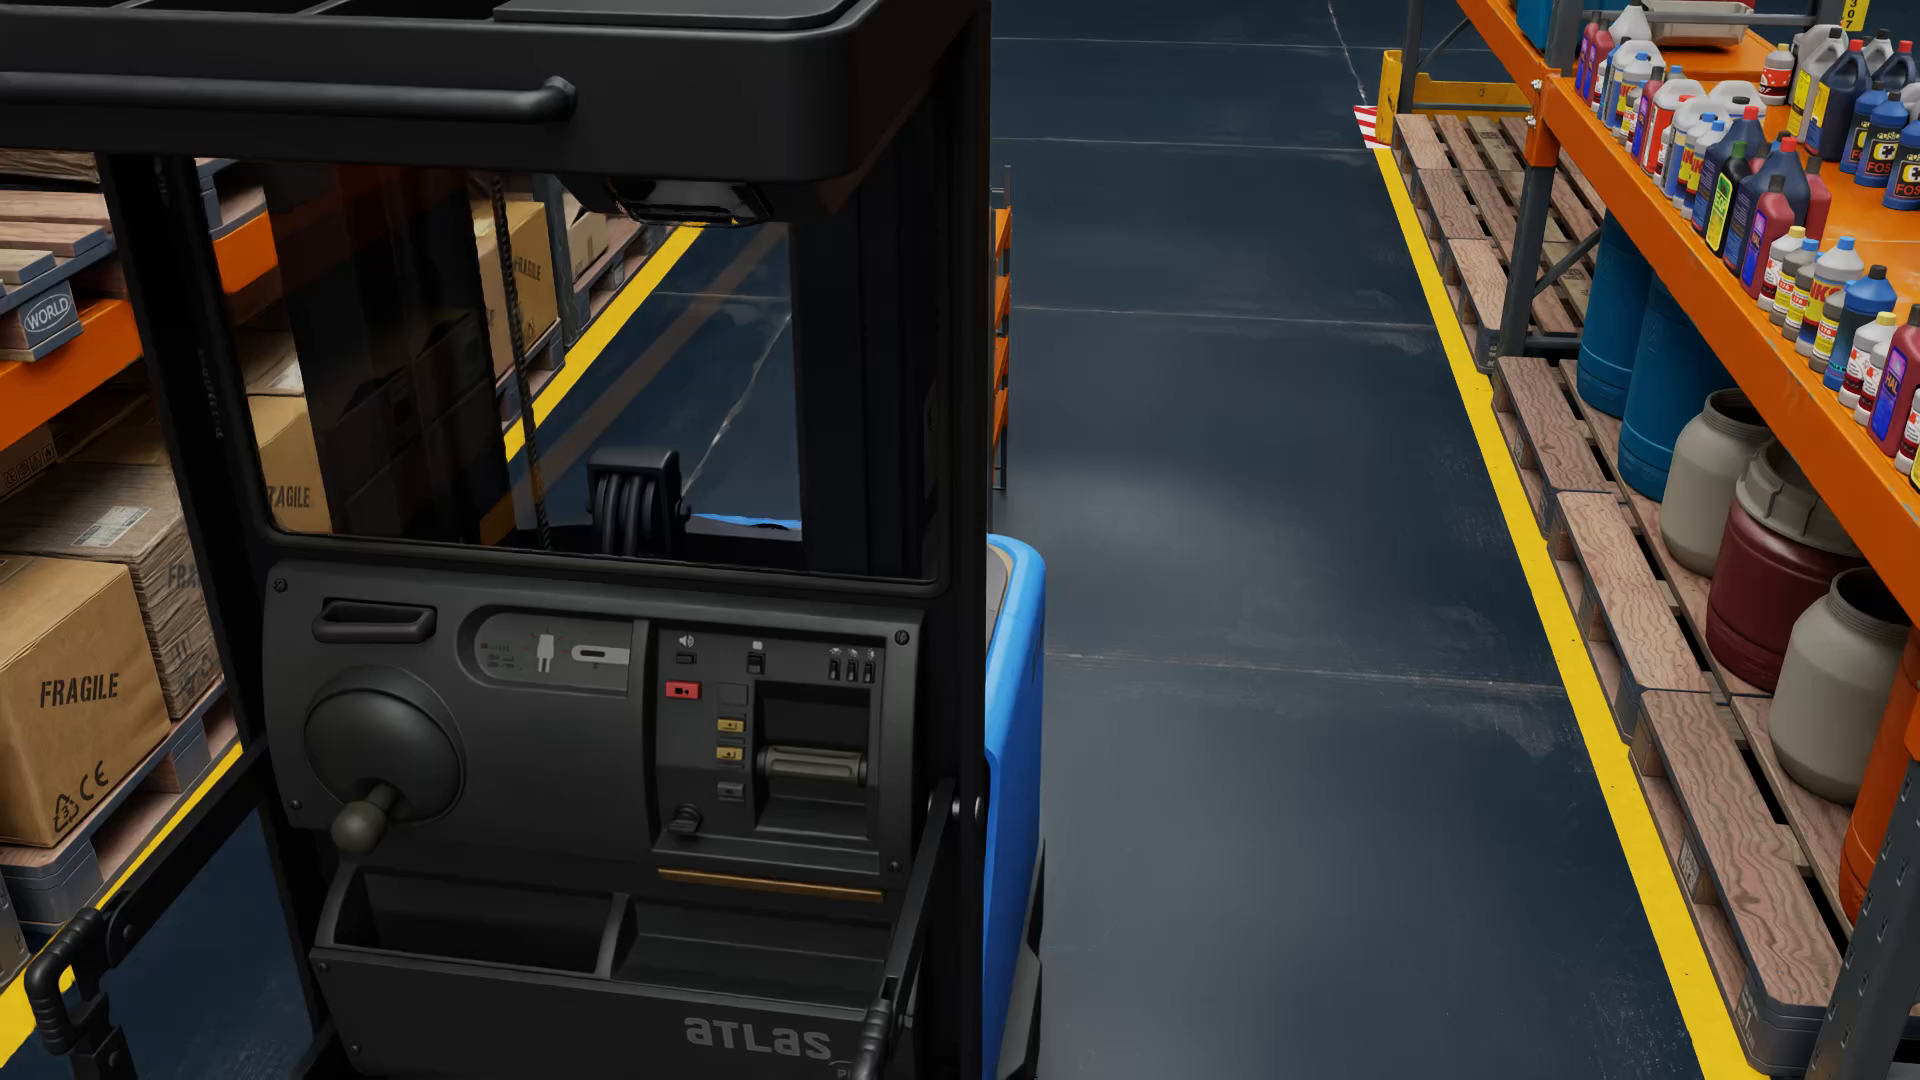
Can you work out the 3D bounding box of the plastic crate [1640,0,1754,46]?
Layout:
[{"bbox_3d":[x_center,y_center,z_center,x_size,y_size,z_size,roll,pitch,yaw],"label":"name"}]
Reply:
[{"bbox_3d":[2.917,-2.048,6.604,0.396,0.136,0.243,3,28,6],"label":"plastic crate"}]

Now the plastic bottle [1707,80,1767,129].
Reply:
[{"bbox_3d":[2.320,-1.232,5.005,0.152,0.276,0.135,3,28,6],"label":"plastic bottle"}]

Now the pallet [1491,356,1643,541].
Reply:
[{"bbox_3d":[2.582,-0.339,6.156,1.003,0.211,1.213,3,28,6],"label":"pallet"}]

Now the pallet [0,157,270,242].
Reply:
[{"bbox_3d":[-2.454,-1.165,4.952,1.003,0.211,1.213,3,28,6],"label":"pallet"}]

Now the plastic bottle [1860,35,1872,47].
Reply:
[{"bbox_3d":[3.007,-1.560,5.606,0.061,0.283,0.133,3,28,6],"label":"plastic bottle"}]

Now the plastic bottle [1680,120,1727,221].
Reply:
[{"bbox_3d":[2.088,-1.031,4.637,0.097,0.271,0.097,0,28,0],"label":"plastic bottle"}]

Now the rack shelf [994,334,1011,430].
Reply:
[{"bbox_3d":[0.020,-0.547,5.642,0.258,0.148,0.480,3,28,6],"label":"rack shelf"}]

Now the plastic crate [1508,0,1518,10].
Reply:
[{"bbox_3d":[2.588,-2.375,7.223,0.437,0.125,0.590,3,28,6],"label":"plastic crate"}]

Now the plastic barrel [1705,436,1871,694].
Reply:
[{"bbox_3d":[2.409,0.070,4.558,0.600,0.588,0.708,3,28,6],"label":"plastic barrel"}]

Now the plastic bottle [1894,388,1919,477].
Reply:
[{"bbox_3d":[1.886,-0.225,3.215,0.097,0.201,0.097,0,28,0],"label":"plastic bottle"}]

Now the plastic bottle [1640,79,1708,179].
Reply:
[{"bbox_3d":[2.169,-1.241,5.022,0.152,0.276,0.135,3,28,6],"label":"plastic bottle"}]

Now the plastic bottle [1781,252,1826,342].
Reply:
[{"bbox_3d":[1.974,-0.563,3.842,0.097,0.201,0.097,0,28,0],"label":"plastic bottle"}]

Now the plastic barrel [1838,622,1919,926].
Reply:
[{"bbox_3d":[2.271,0.495,3.514,0.600,0.830,0.708,3,28,6],"label":"plastic barrel"}]

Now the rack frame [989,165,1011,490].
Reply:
[{"bbox_3d":[0.050,-0.721,5.823,0.240,1.200,0.015,3,28,6],"label":"rack frame"}]

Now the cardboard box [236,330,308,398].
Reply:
[{"bbox_3d":[-2.165,-0.353,5.415,0.500,0.500,0.500,2,28,4],"label":"cardboard box"}]

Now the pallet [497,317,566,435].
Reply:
[{"bbox_3d":[-2.260,-0.604,6.649,1.003,0.211,1.213,3,28,6],"label":"pallet"}]

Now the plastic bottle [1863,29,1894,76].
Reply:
[{"bbox_3d":[2.930,-1.454,5.338,0.144,0.351,0.185,3,28,6],"label":"plastic bottle"}]

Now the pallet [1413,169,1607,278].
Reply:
[{"bbox_3d":[2.916,-1.624,8.542,1.003,0.211,1.213,3,28,6],"label":"pallet"}]

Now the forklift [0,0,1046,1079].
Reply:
[{"bbox_3d":[-0.547,0.300,2.103,1.130,2.935,3.031,4,29,8],"label":"forklift"}]

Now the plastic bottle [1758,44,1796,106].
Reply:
[{"bbox_3d":[2.864,-1.634,5.830,0.097,0.201,0.097,0,28,0],"label":"plastic bottle"}]

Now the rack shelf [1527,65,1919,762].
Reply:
[{"bbox_3d":[2.473,-0.669,4.588,1.077,0.370,4.000,3,28,6],"label":"rack shelf"}]

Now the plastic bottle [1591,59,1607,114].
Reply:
[{"bbox_3d":[2.237,-1.574,5.718,0.097,0.201,0.097,0,28,0],"label":"plastic bottle"}]

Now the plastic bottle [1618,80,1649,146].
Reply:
[{"bbox_3d":[2.185,-1.373,5.345,0.097,0.201,0.097,0,28,0],"label":"plastic bottle"}]

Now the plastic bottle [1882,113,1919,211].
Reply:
[{"bbox_3d":[2.713,-1.083,4.733,0.097,0.271,0.097,0,28,0],"label":"plastic bottle"}]

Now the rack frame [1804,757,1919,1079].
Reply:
[{"bbox_3d":[2.231,-0.044,2.669,0.949,2.616,0.053,3,28,6],"label":"rack frame"}]

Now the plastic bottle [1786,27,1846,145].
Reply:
[{"bbox_3d":[2.787,-1.462,5.353,0.144,0.351,0.185,3,28,6],"label":"plastic bottle"}]

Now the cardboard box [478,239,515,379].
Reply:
[{"bbox_3d":[-2.043,-0.829,6.298,0.500,0.500,0.500,3,29,6],"label":"cardboard box"}]

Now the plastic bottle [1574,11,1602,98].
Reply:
[{"bbox_3d":[2.249,-1.728,5.918,0.061,0.283,0.133,3,28,6],"label":"plastic bottle"}]

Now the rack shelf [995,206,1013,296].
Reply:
[{"bbox_3d":[0.020,-0.952,5.424,0.258,0.148,0.480,3,28,6],"label":"rack shelf"}]

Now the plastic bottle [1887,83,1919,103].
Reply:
[{"bbox_3d":[2.884,-1.259,5.055,0.152,0.276,0.135,3,28,6],"label":"plastic bottle"}]

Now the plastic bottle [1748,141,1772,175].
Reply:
[{"bbox_3d":[2.093,-0.892,4.367,0.061,0.283,0.133,3,28,6],"label":"plastic bottle"}]

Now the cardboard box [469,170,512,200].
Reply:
[{"bbox_3d":[-2.410,-1.595,7.719,0.500,0.500,0.500,3,28,6],"label":"cardboard box"}]

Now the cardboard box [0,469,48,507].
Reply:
[{"bbox_3d":[-2.806,0.119,4.538,0.500,0.500,0.500,4,29,8],"label":"cardboard box"}]

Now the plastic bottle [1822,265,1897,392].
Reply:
[{"bbox_3d":[1.938,-0.456,3.570,0.097,0.271,0.097,0,28,0],"label":"plastic bottle"}]

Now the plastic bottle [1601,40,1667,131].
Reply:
[{"bbox_3d":[2.238,-1.505,5.511,0.152,0.276,0.135,3,28,6],"label":"plastic bottle"}]

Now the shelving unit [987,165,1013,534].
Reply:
[{"bbox_3d":[0.020,-0.606,5.610,0.258,1.200,0.503,3,28,6],"label":"shelving unit"}]

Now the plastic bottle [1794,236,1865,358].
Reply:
[{"bbox_3d":[1.962,-0.548,3.740,0.097,0.271,0.097,0,28,0],"label":"plastic bottle"}]

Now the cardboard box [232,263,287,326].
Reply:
[{"bbox_3d":[-2.622,-0.956,5.743,0.500,0.250,0.500,3,29,6],"label":"cardboard box"}]

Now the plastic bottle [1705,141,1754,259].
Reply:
[{"bbox_3d":[2.033,-0.896,4.373,0.061,0.283,0.133,3,28,6],"label":"plastic bottle"}]

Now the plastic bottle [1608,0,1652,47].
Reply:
[{"bbox_3d":[2.348,-1.740,5.868,0.144,0.351,0.185,3,28,6],"label":"plastic bottle"}]

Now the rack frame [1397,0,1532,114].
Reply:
[{"bbox_3d":[3.208,-3.810,9.659,1.000,3.000,0.127,3,28,6],"label":"rack frame"}]

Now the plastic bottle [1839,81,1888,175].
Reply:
[{"bbox_3d":[2.758,-1.255,5.053,0.097,0.271,0.097,0,28,0],"label":"plastic bottle"}]

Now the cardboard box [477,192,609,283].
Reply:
[{"bbox_3d":[-1.932,-1.412,7.579,0.500,0.311,0.500,3,28,6],"label":"cardboard box"}]

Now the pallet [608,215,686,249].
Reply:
[{"bbox_3d":[-1.966,-1.888,9.032,1.003,0.211,1.213,3,28,6],"label":"pallet"}]

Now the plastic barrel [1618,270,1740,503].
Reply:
[{"bbox_3d":[2.547,-0.600,5.470,0.600,0.901,0.708,3,28,6],"label":"plastic barrel"}]

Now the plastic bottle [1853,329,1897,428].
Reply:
[{"bbox_3d":[1.914,-0.334,3.417,0.097,0.201,0.097,0,28,0],"label":"plastic bottle"}]

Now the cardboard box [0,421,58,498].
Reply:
[{"bbox_3d":[-2.804,-0.238,4.410,0.500,0.250,0.500,4,29,8],"label":"cardboard box"}]

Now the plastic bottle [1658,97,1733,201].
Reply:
[{"bbox_3d":[2.141,-1.132,4.819,0.152,0.276,0.135,3,28,6],"label":"plastic bottle"}]

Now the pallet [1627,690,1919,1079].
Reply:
[{"bbox_3d":[2.283,0.810,4.024,1.003,0.211,1.213,3,28,6],"label":"pallet"}]

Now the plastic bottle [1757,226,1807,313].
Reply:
[{"bbox_3d":[1.998,-0.655,4.012,0.097,0.201,0.097,0,28,0],"label":"plastic bottle"}]

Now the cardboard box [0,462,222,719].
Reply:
[{"bbox_3d":[-2.290,0.128,4.521,0.500,0.500,0.500,2,28,4],"label":"cardboard box"}]

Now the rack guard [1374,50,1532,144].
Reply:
[{"bbox_3d":[3.198,-2.722,10.275,1.175,0.500,0.348,3,28,6],"label":"rack guard"}]

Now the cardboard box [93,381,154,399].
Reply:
[{"bbox_3d":[-2.685,-0.372,5.450,0.500,0.500,0.500,2,28,4],"label":"cardboard box"}]

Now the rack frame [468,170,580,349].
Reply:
[{"bbox_3d":[-2.198,-2.217,6.702,1.000,3.000,0.127,3,28,6],"label":"rack frame"}]
